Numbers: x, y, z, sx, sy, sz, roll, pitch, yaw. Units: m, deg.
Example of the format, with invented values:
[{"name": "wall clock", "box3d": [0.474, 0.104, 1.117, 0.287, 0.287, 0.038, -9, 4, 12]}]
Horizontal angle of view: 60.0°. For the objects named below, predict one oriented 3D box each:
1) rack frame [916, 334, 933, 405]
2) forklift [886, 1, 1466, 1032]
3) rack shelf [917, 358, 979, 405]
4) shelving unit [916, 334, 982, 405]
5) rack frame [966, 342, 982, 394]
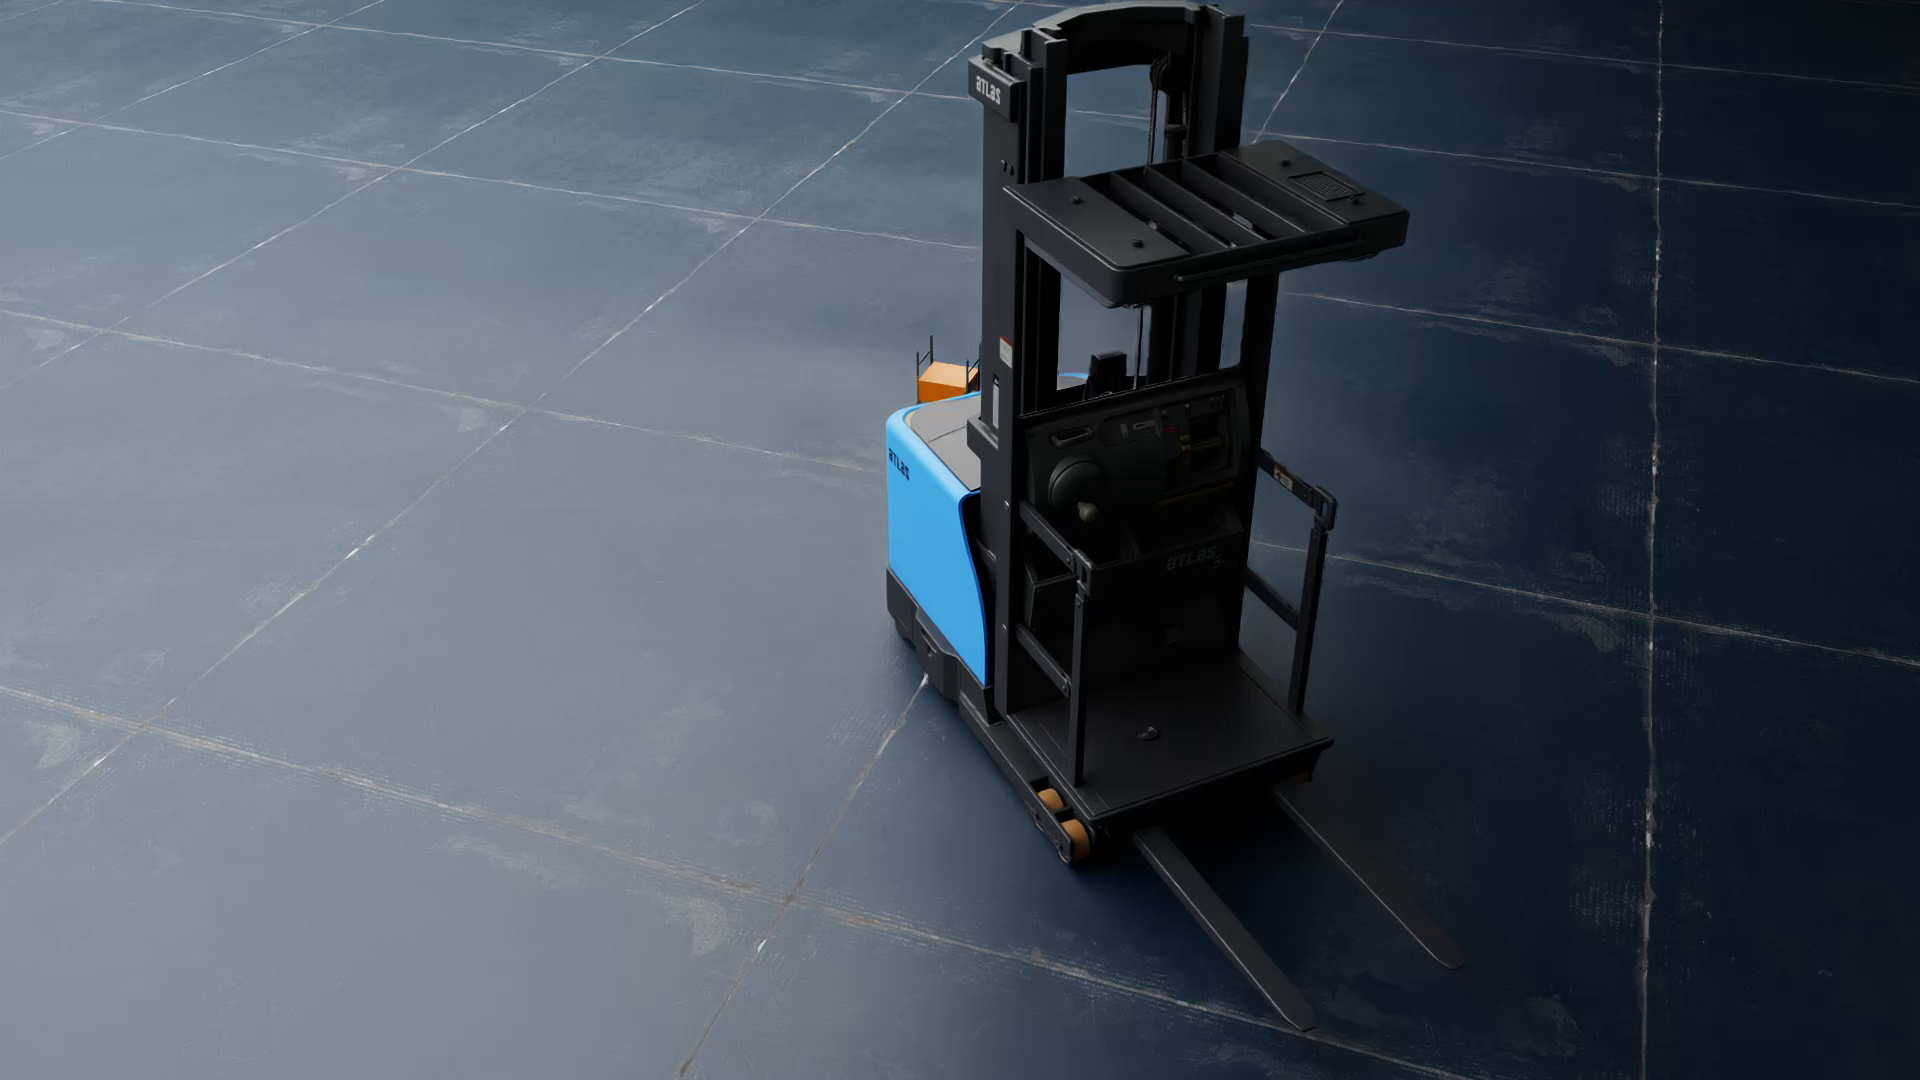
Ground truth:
[{"name": "rack frame", "box3d": [-0.165, -0.473, 8.015, 0.008, 1.050, 0.200, 11, 34, 16]}, {"name": "forklift", "box3d": [0.757, -0.273, 5.970, 1.130, 2.935, 3.031, -15, 36, -21]}, {"name": "rack shelf", "box3d": [-0.050, -0.680, 7.832, 0.240, 0.259, 0.215, 11, 34, 16]}, {"name": "shelving unit", "box3d": [-0.050, -0.451, 7.980, 0.252, 1.050, 0.215, 11, 34, 16]}, {"name": "rack frame", "box3d": [0.064, -0.429, 7.946, 0.008, 1.050, 0.200, 11, 34, 16]}]
